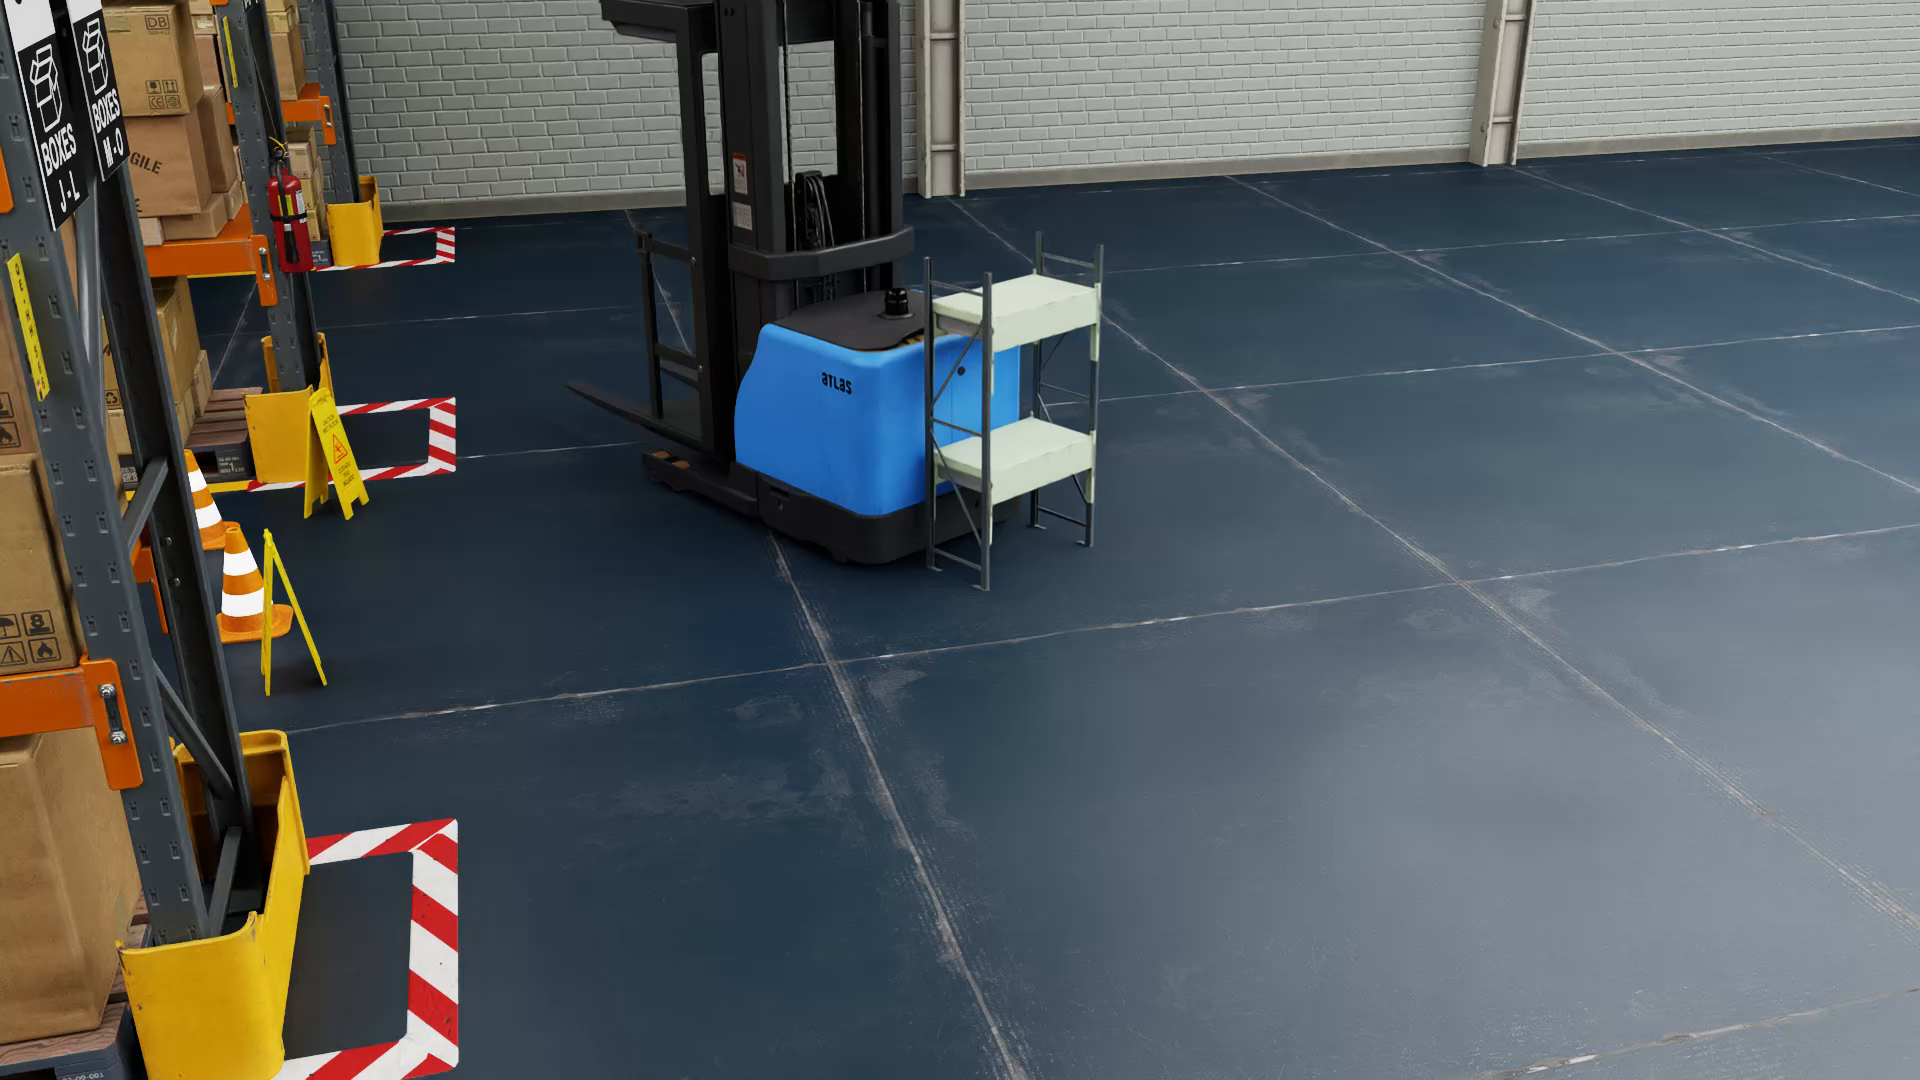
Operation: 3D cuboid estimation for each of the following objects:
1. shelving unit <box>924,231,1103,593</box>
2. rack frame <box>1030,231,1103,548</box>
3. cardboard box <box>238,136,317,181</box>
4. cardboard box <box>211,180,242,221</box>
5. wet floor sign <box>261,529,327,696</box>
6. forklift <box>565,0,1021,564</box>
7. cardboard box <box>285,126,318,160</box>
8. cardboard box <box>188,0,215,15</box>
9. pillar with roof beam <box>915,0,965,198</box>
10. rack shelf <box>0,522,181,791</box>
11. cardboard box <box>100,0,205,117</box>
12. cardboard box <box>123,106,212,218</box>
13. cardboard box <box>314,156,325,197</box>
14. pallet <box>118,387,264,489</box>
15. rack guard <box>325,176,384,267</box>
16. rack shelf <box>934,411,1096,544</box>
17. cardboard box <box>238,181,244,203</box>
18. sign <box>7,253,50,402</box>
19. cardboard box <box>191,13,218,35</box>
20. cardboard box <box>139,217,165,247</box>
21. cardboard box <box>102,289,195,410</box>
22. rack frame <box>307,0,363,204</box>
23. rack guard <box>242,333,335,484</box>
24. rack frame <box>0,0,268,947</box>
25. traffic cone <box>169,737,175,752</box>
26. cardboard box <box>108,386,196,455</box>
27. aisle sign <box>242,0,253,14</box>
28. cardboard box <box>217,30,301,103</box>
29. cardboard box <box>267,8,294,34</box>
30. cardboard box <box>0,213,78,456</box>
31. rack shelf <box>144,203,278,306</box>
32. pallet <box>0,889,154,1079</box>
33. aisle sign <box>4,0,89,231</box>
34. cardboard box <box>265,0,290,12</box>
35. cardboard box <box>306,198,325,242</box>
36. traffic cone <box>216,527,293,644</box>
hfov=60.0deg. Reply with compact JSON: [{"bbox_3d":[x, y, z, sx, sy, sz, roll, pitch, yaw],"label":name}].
[{"bbox_3d":[0.246,-0.606,7.761,0.431,1.500,0.755,22,31,41],"label":"shelving unit"},{"bbox_3d":[0.505,-0.709,7.999,0.400,1.500,0.023,22,31,41],"label":"rack frame"},{"bbox_3d":[-5.404,-3.027,13.187,0.500,0.250,0.500,-5,24,-13],"label":"cardboard box"},{"bbox_3d":[-4.083,-1.848,9.072,0.250,0.149,0.380,-6,24,-14],"label":"cardboard box"},{"bbox_3d":[-2.773,0.274,6.793,0.232,0.644,0.267,-11,25,-23],"label":"wet floor sign"},{"bbox_3d":[-1.066,-1.725,8.553,1.130,2.935,3.031,-20,30,-39],"label":"forklift"},{"bbox_3d":[-5.558,-3.215,13.625,0.500,0.250,0.500,-7,24,-15],"label":"cardboard box"},{"bbox_3d":[-5.806,-4.092,12.656,0.250,0.149,0.380,-6,24,-13],"label":"cardboard box"},{"bbox_3d":[0.981,-5.835,10.437,0.400,9.000,9.100,-6,24,-14],"label":"pillar with roof beam"},{"bbox_3d":[-4.191,0.491,4.215,4.000,0.370,1.077,-6,24,-14],"label":"rack shelf"},{"bbox_3d":[-4.133,-2.426,8.328,0.500,0.500,0.700,-7,24,-16],"label":"cardboard box"},{"bbox_3d":[-4.148,-1.942,8.467,0.500,0.500,0.500,-7,24,-15],"label":"cardboard box"},{"bbox_3d":[-5.553,-2.993,13.743,0.500,0.250,0.500,-6,24,-13],"label":"cardboard box"},{"bbox_3d":[-4.565,-0.559,9.285,1.213,0.211,1.003,-6,24,-14],"label":"pallet"},{"bbox_3d":[-5.021,-2.659,13.814,0.348,0.500,1.175,-6,24,-14],"label":"rack guard"},{"bbox_3d":[0.246,-0.307,7.890,0.431,0.370,0.720,22,31,41],"label":"rack shelf"},{"bbox_3d":[-5.915,-2.745,13.163,0.500,0.250,0.500,-7,24,-15],"label":"cardboard box"},{"bbox_3d":[-2.133,-0.486,3.811,0.005,0.325,0.100,-6,24,-14],"label":"sign"},{"bbox_3d":[-5.807,-3.963,12.733,0.250,0.149,0.380,-6,24,-13],"label":"cardboard box"},{"bbox_3d":[-4.216,-1.616,8.530,0.250,0.149,0.380,-7,24,-15],"label":"cardboard box"},{"bbox_3d":[-4.401,-1.011,8.806,0.500,0.500,0.500,-6,24,-14],"label":"cardboard box"},{"bbox_3d":[-5.045,-3.806,13.315,0.127,3.000,1.000,-6,24,-14],"label":"rack frame"},{"bbox_3d":[-3.773,-0.765,9.398,0.348,0.500,1.175,-6,24,-14],"label":"rack guard"},{"bbox_3d":[-2.266,-0.053,4.569,0.127,3.000,1.000,-6,24,-14],"label":"rack frame"},{"bbox_3d":[-3.161,0.630,6.194,0.334,0.463,0.336,-6,24,-14],"label":"traffic cone"},{"bbox_3d":[-4.429,-0.660,8.939,0.500,0.250,0.500,-6,24,-15],"label":"cardboard box"},{"bbox_3d":[-3.562,-3.013,8.170,0.004,0.787,0.394,-6,24,-14],"label":"aisle sign"},{"bbox_3d":[-5.447,-3.699,12.941,0.500,0.500,0.500,-7,24,-16],"label":"cardboard box"},{"bbox_3d":[-5.303,-4.006,12.833,0.250,0.149,0.380,-6,24,-14],"label":"cardboard box"},{"bbox_3d":[-2.633,-0.593,4.269,0.550,0.550,0.875,-6,24,-14],"label":"cardboard box"},{"bbox_3d":[-5.626,-1.378,8.569,4.000,0.370,1.077,-6,24,-14],"label":"rack shelf"},{"bbox_3d":[-3.014,1.343,4.851,1.213,0.211,1.003,-6,24,-14],"label":"pallet"},{"bbox_3d":[-2.116,-1.141,3.809,0.004,0.787,0.394,-6,24,-14],"label":"aisle sign"},{"bbox_3d":[-5.332,-4.168,12.833,0.250,0.149,0.380,-6,24,-14],"label":"cardboard box"},{"bbox_3d":[-5.412,-2.565,13.378,0.500,0.250,0.500,-6,24,-14],"label":"cardboard box"},{"bbox_3d":[-3.138,0.165,7.278,0.334,0.463,0.336,-6,24,-14],"label":"traffic cone"}]
